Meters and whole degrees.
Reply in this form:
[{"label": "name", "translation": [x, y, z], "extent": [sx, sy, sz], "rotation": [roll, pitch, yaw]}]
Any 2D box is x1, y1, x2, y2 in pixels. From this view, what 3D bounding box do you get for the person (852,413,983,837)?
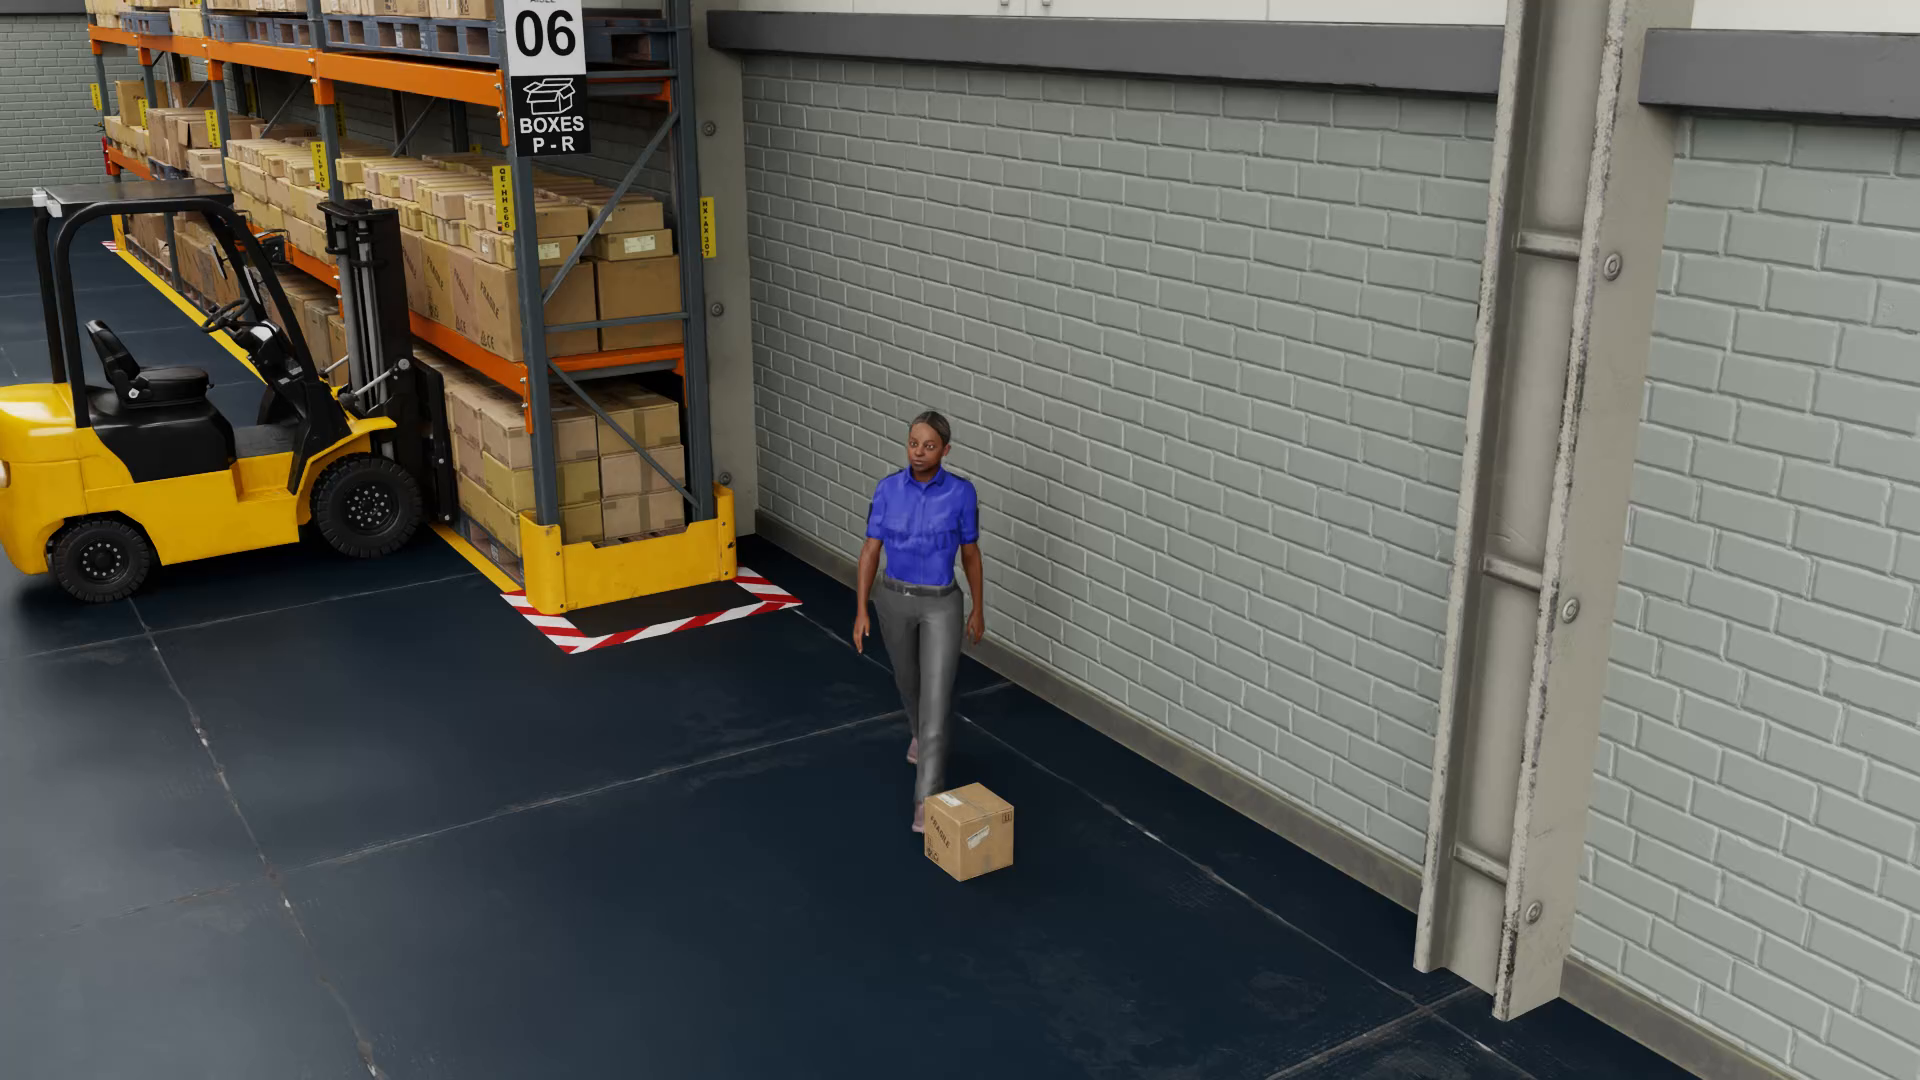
[{"label": "person", "translation": [-0.175, 0.299, 6.671], "extent": [0.477, 1.612, 0.955], "rotation": [4, 19, 12]}]
